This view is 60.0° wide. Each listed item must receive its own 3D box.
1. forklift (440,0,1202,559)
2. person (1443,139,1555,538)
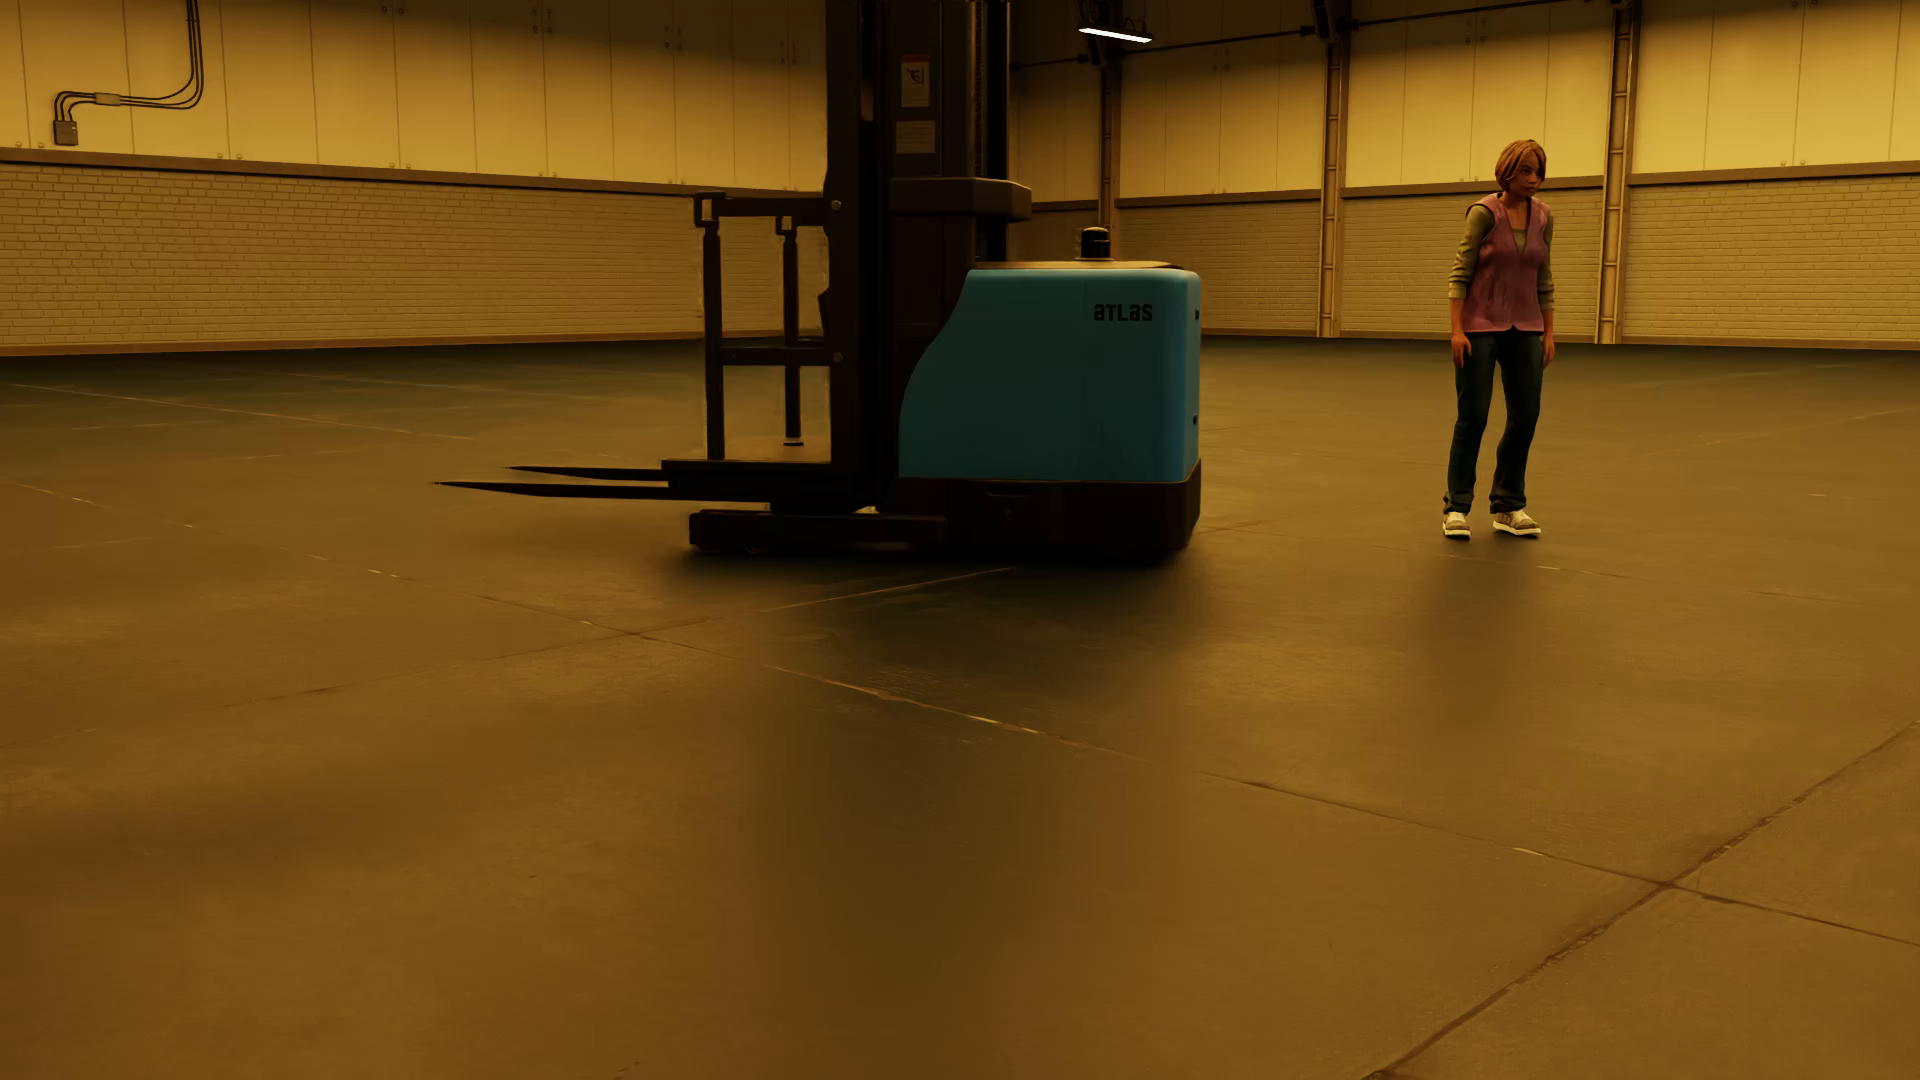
[{"bbox_3d":[-0.571,-1.465,6.605,3.031,2.935,1.130,2,9,11],"label":"forklift"},{"bbox_3d":[2.207,-0.815,6.787,0.476,1.592,0.347,-1,9,-9],"label":"person"}]
